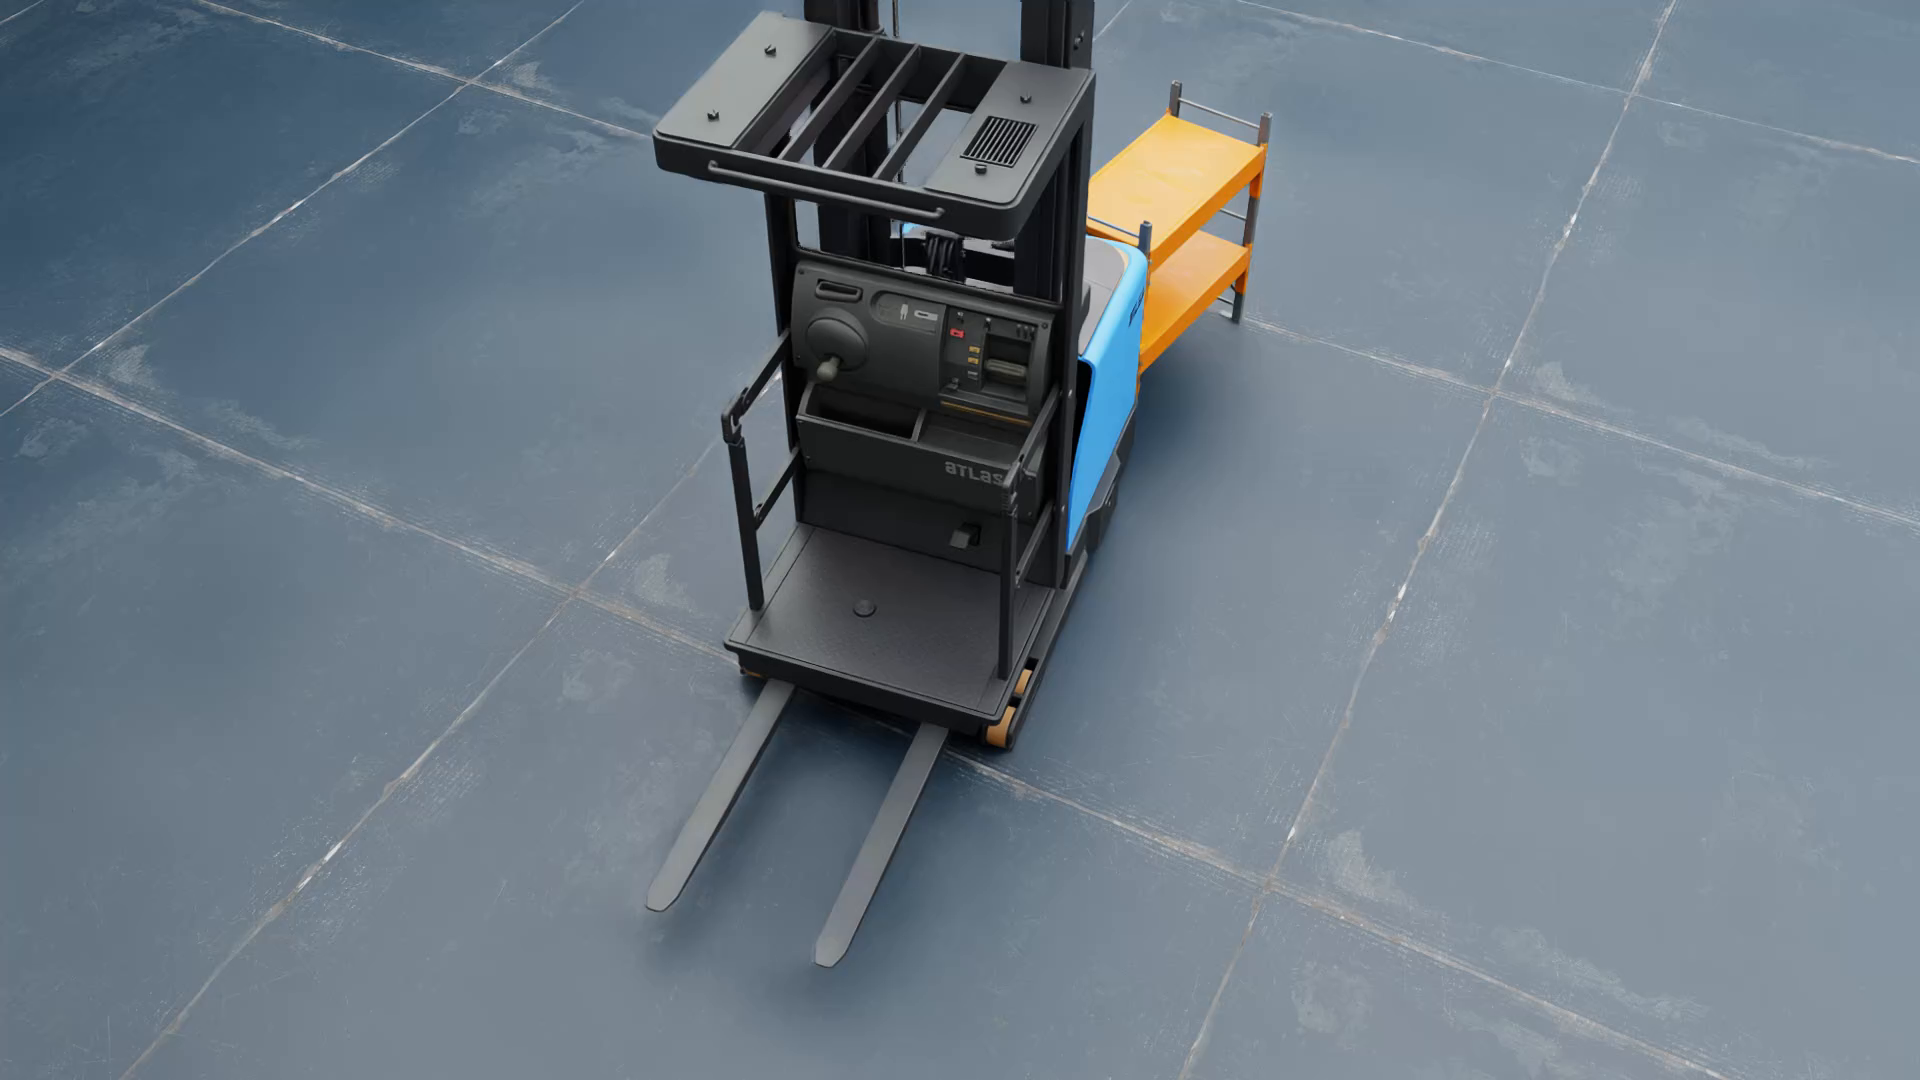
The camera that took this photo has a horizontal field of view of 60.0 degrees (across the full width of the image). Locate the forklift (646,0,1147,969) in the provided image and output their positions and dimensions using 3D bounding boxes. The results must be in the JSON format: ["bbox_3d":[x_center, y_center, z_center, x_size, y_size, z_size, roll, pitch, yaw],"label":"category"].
[{"bbox_3d":[-0.212,-0.586,5.549,1.130,2.935,3.031,14,47,14],"label":"forklift"}]

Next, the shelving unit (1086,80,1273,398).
[{"bbox_3d":[0.864,-1.273,7.497,0.538,1.125,1.048,27,51,24],"label":"shelving unit"}]

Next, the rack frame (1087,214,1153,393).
[{"bbox_3d":[0.568,-0.980,7.207,0.500,1.125,0.032,27,51,24],"label":"rack frame"}]

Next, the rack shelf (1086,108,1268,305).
[{"bbox_3d":[0.864,-1.479,7.289,0.538,0.278,1.000,27,51,24],"label":"rack shelf"}]

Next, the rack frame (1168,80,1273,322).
[{"bbox_3d":[1.161,-1.567,7.787,0.500,1.125,0.032,27,51,24],"label":"rack frame"}]

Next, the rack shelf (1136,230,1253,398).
[{"bbox_3d":[0.864,-1.101,7.671,0.538,0.278,1.000,27,51,24],"label":"rack shelf"}]
